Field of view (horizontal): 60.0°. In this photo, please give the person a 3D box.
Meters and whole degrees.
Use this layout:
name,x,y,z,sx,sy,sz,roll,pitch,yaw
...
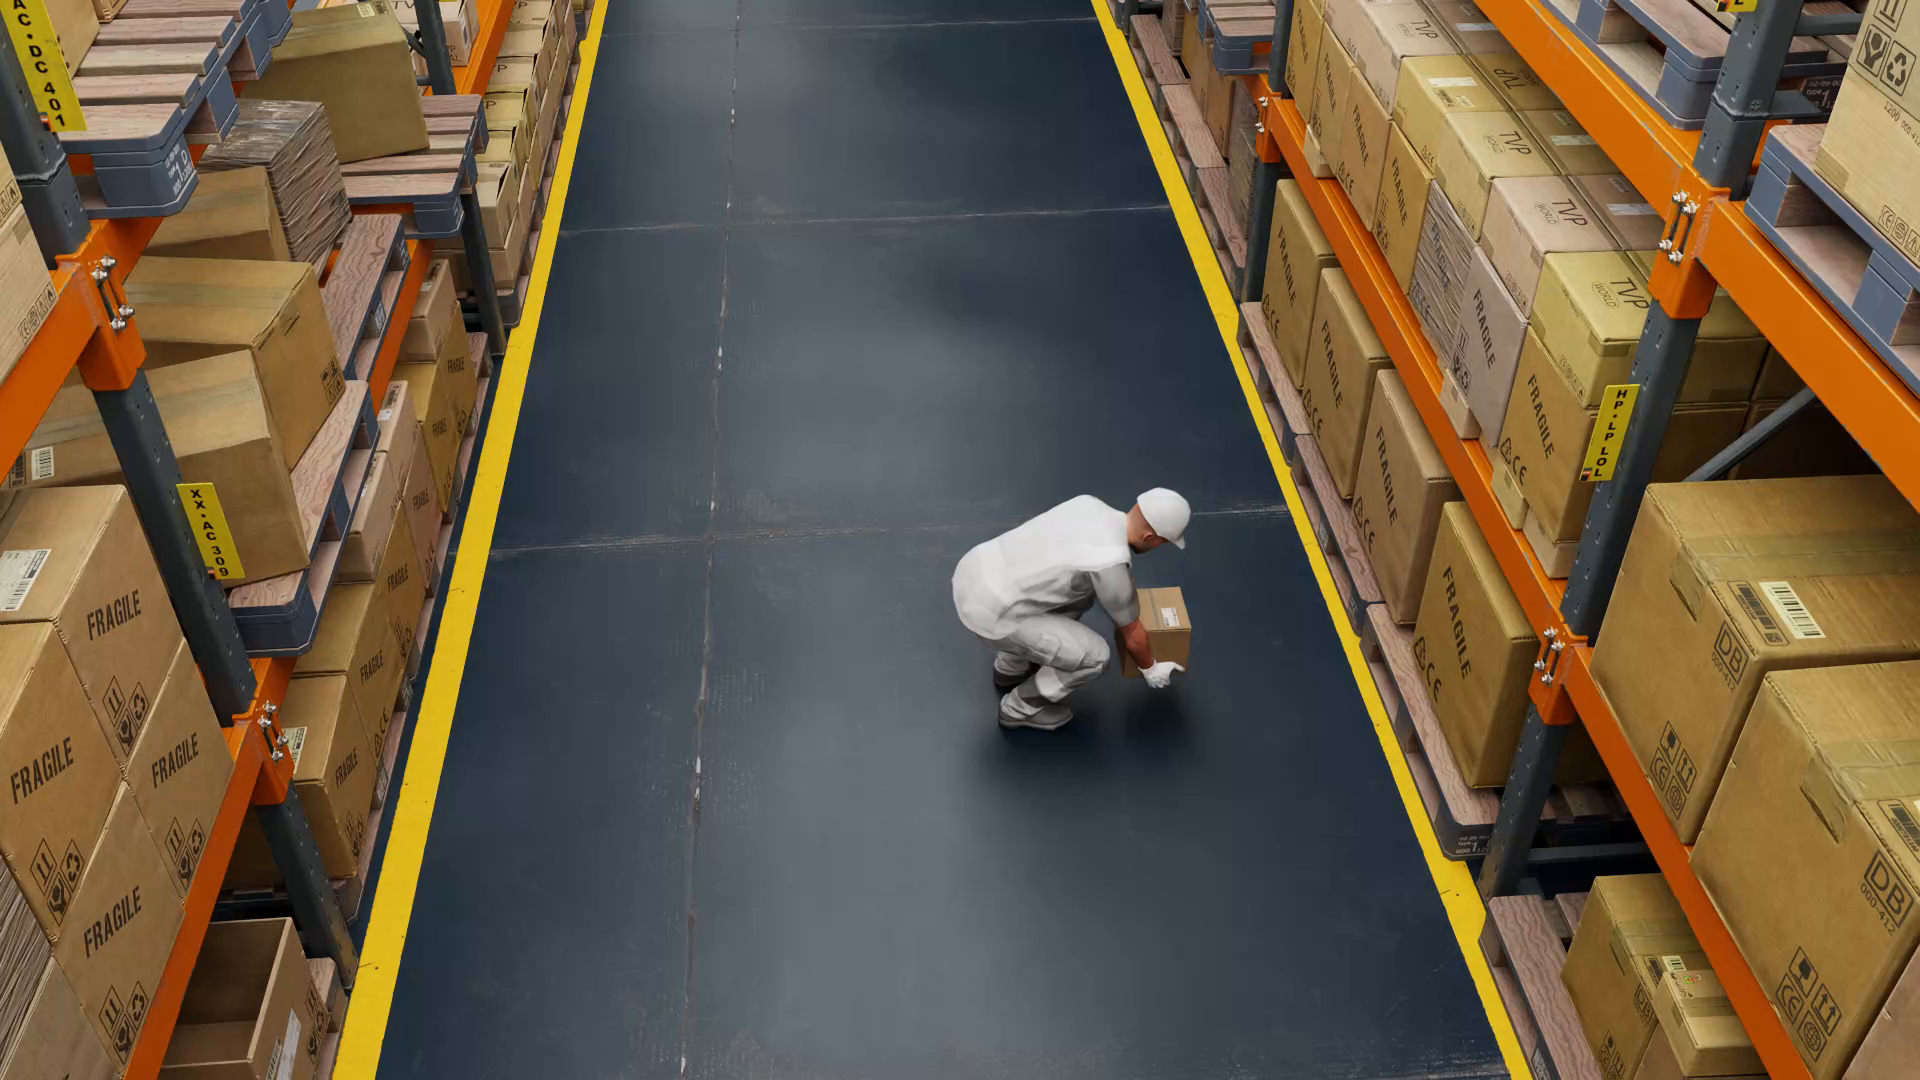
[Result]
name,x,y,z,sx,sy,sz,roll,pitch,yaw
person,0.424,0.251,6.465,0.909,0.990,0.530,-4,39,-5
